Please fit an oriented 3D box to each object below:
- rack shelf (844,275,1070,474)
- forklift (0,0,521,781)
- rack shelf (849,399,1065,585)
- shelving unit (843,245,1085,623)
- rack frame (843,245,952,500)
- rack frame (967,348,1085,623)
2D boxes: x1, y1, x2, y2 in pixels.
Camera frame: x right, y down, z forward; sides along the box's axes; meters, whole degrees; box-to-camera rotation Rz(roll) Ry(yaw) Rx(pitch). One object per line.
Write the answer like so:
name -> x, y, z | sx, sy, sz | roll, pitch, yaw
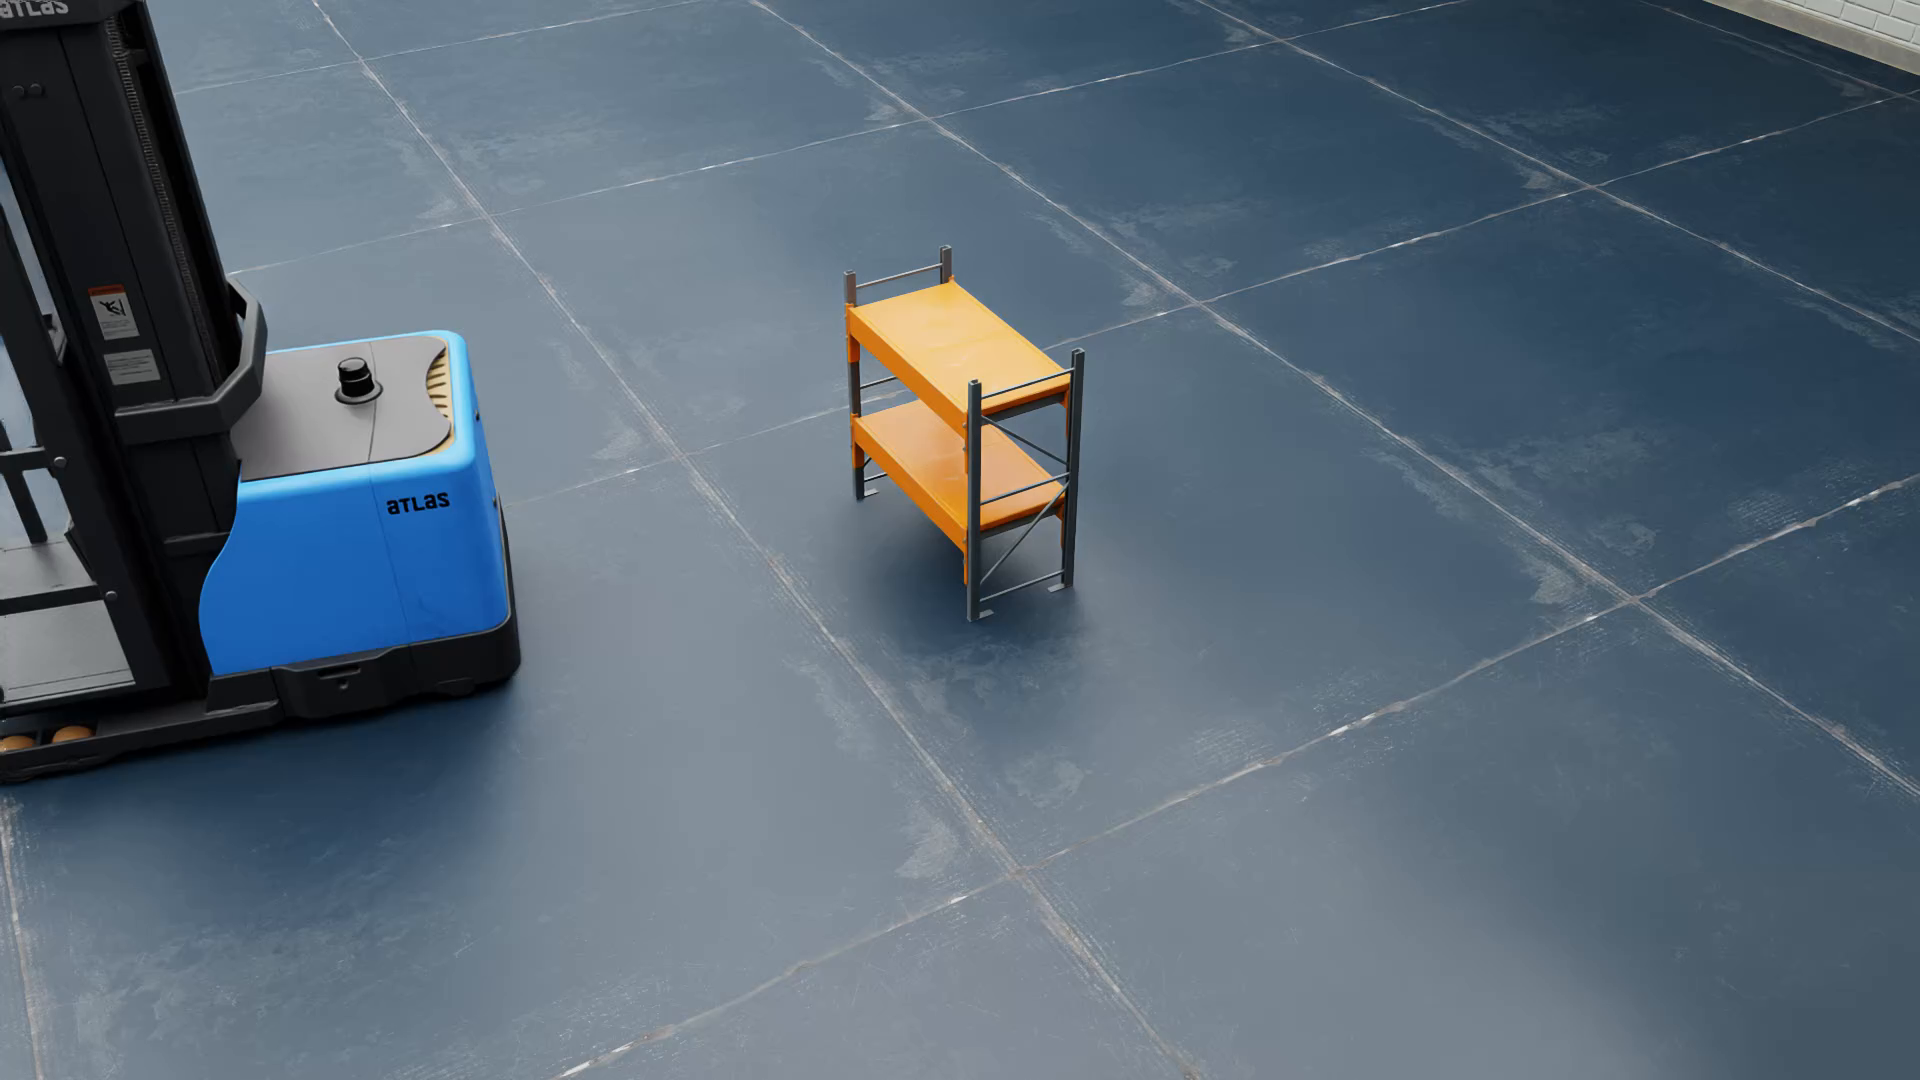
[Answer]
rack shelf -> -0.003, -0.694, 6.750 | 0.538, 0.278, 1.000 | -19, 40, -24
forklift -> -3.285, -0.654, 5.661 | 3.031, 2.935, 1.130 | -9, 37, -13
rack shelf -> -0.003, -0.260, 7.067 | 0.538, 0.278, 1.000 | -19, 40, -24
shelving unit -> -0.003, -0.458, 6.923 | 0.538, 1.125, 1.048 | -19, 40, -24
rack frame -> -0.259, -0.717, 7.278 | 0.500, 1.125, 0.032 | -19, 40, -24
rack frame -> 0.252, -0.198, 6.568 | 0.500, 1.125, 0.032 | -19, 40, -24
